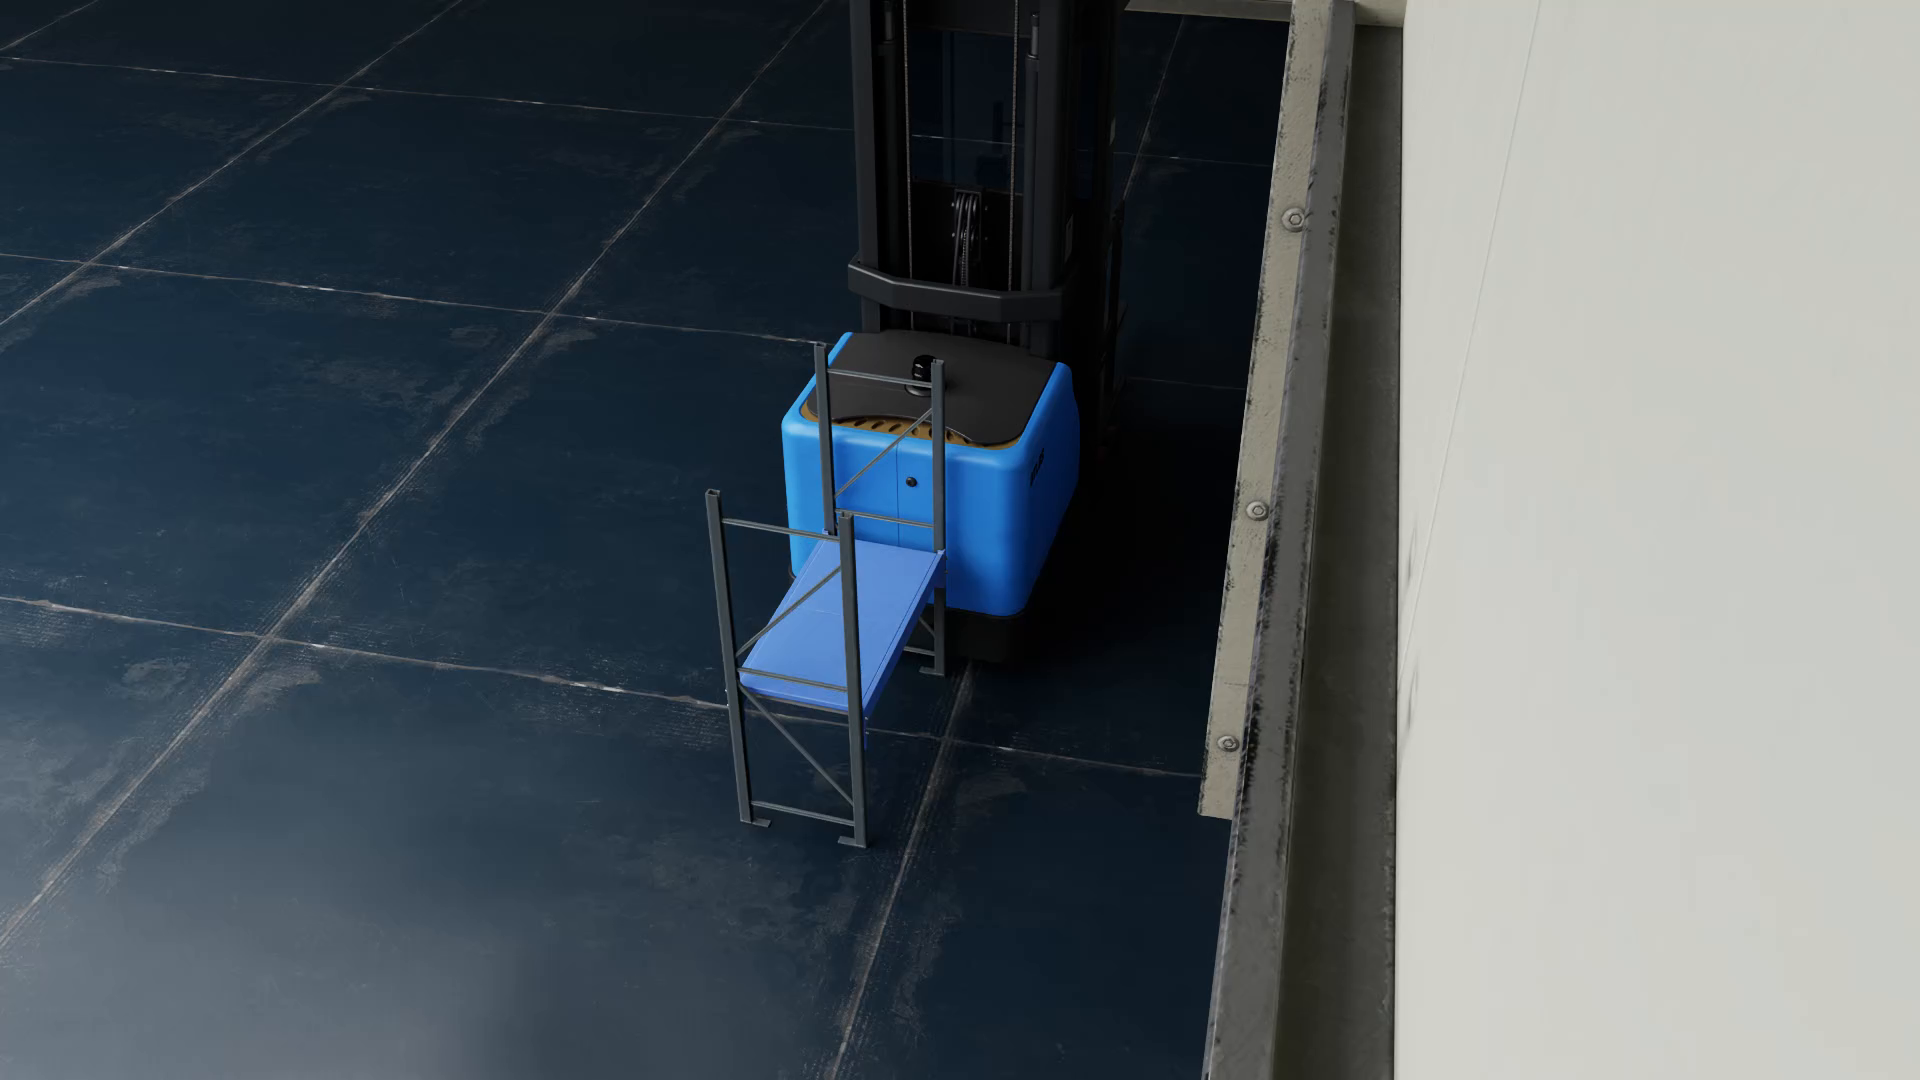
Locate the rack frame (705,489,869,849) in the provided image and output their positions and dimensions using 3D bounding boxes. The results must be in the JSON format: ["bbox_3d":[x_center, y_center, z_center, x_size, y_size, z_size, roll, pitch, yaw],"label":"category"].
[{"bbox_3d":[-0.584,0.490,5.796,0.500,1.500,0.032,10,37,13],"label":"rack frame"}]

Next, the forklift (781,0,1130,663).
[{"bbox_3d":[0.175,-1.539,7.376,1.130,2.935,3.031,10,37,13],"label":"forklift"}]

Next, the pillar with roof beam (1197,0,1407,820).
[{"bbox_3d":[-3.111,-3.237,4.548,9.100,9.000,0.400,7,37,10],"label":"pillar with roof beam"}]

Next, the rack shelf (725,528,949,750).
[{"bbox_3d":[-0.442,0.349,6.297,0.538,0.185,1.000,10,37,13],"label":"rack shelf"}]

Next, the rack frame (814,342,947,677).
[{"bbox_3d":[-0.300,-0.083,6.587,0.500,1.500,0.032,10,37,13],"label":"rack frame"}]

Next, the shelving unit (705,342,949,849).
[{"bbox_3d":[-0.442,0.203,6.191,0.538,1.500,1.048,10,37,13],"label":"shelving unit"}]
